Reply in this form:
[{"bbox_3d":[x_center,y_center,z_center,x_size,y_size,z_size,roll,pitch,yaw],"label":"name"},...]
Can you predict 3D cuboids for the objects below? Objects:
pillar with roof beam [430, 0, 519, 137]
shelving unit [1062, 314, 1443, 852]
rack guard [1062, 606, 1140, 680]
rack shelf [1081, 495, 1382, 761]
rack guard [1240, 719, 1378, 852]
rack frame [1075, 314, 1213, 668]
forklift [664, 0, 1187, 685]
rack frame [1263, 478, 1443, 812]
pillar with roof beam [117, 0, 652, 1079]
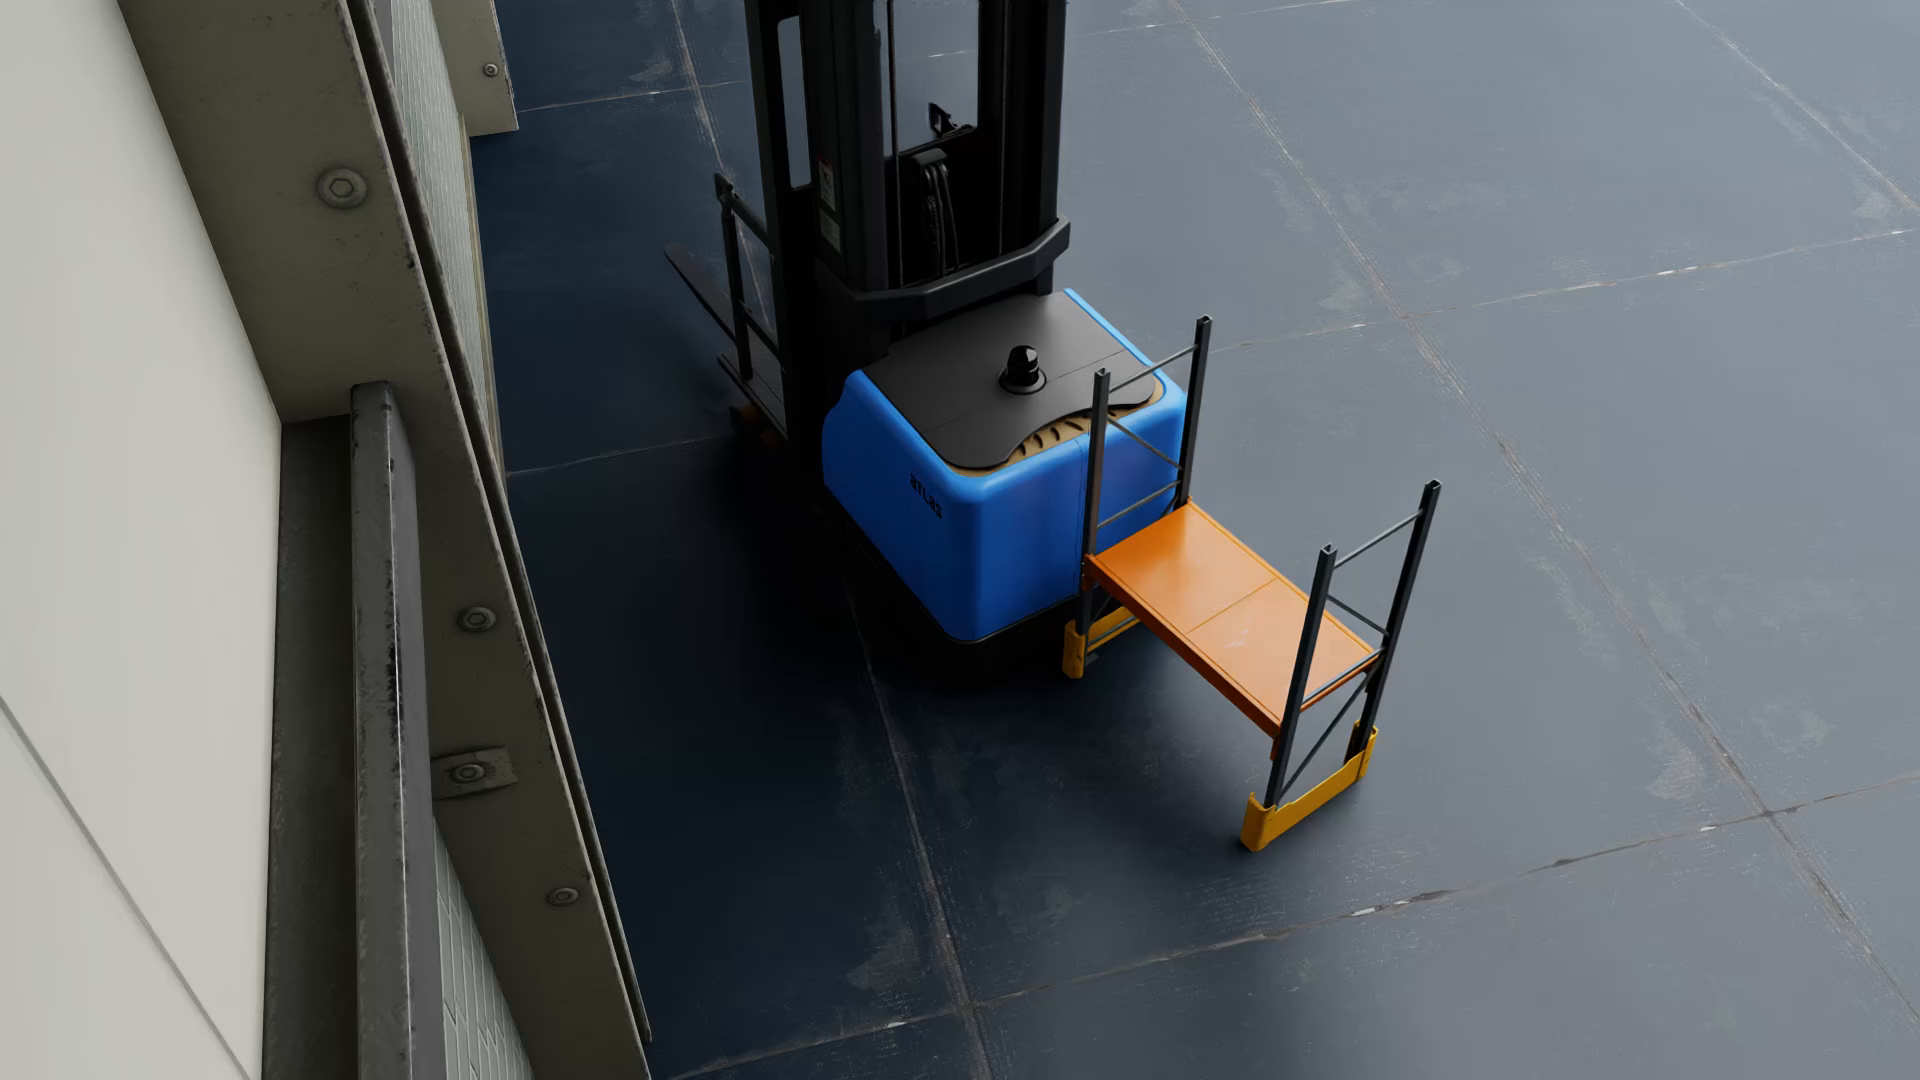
[{"bbox_3d":[1.512,-6.322,6.896,9.100,9.000,0.400,-11,47,-10],"label":"pillar with roof beam"},{"bbox_3d":[0.951,0.157,5.797,0.587,1.500,1.083,-29,52,-25],"label":"shelving unit"},{"bbox_3d":[0.650,0.311,6.521,0.587,0.250,0.087,-29,52,-25],"label":"rack guard"},{"bbox_3d":[0.957,0.288,5.920,0.538,0.185,1.000,-29,52,-25],"label":"rack shelf"},{"bbox_3d":[1.253,0.878,5.966,0.587,0.250,0.087,-29,52,-25],"label":"rack guard"},{"bbox_3d":[0.649,-0.127,6.075,0.500,1.500,0.032,-29,52,-25],"label":"rack frame"},{"bbox_3d":[-0.362,-1.509,6.428,1.130,2.935,3.031,-24,50,-22],"label":"forklift"},{"bbox_3d":[1.264,0.451,5.508,0.500,1.500,0.032,-29,52,-25],"label":"rack frame"},{"bbox_3d":[3.048,-2.180,2.836,9.100,9.000,0.400,-11,47,-10],"label":"pillar with roof beam"}]
